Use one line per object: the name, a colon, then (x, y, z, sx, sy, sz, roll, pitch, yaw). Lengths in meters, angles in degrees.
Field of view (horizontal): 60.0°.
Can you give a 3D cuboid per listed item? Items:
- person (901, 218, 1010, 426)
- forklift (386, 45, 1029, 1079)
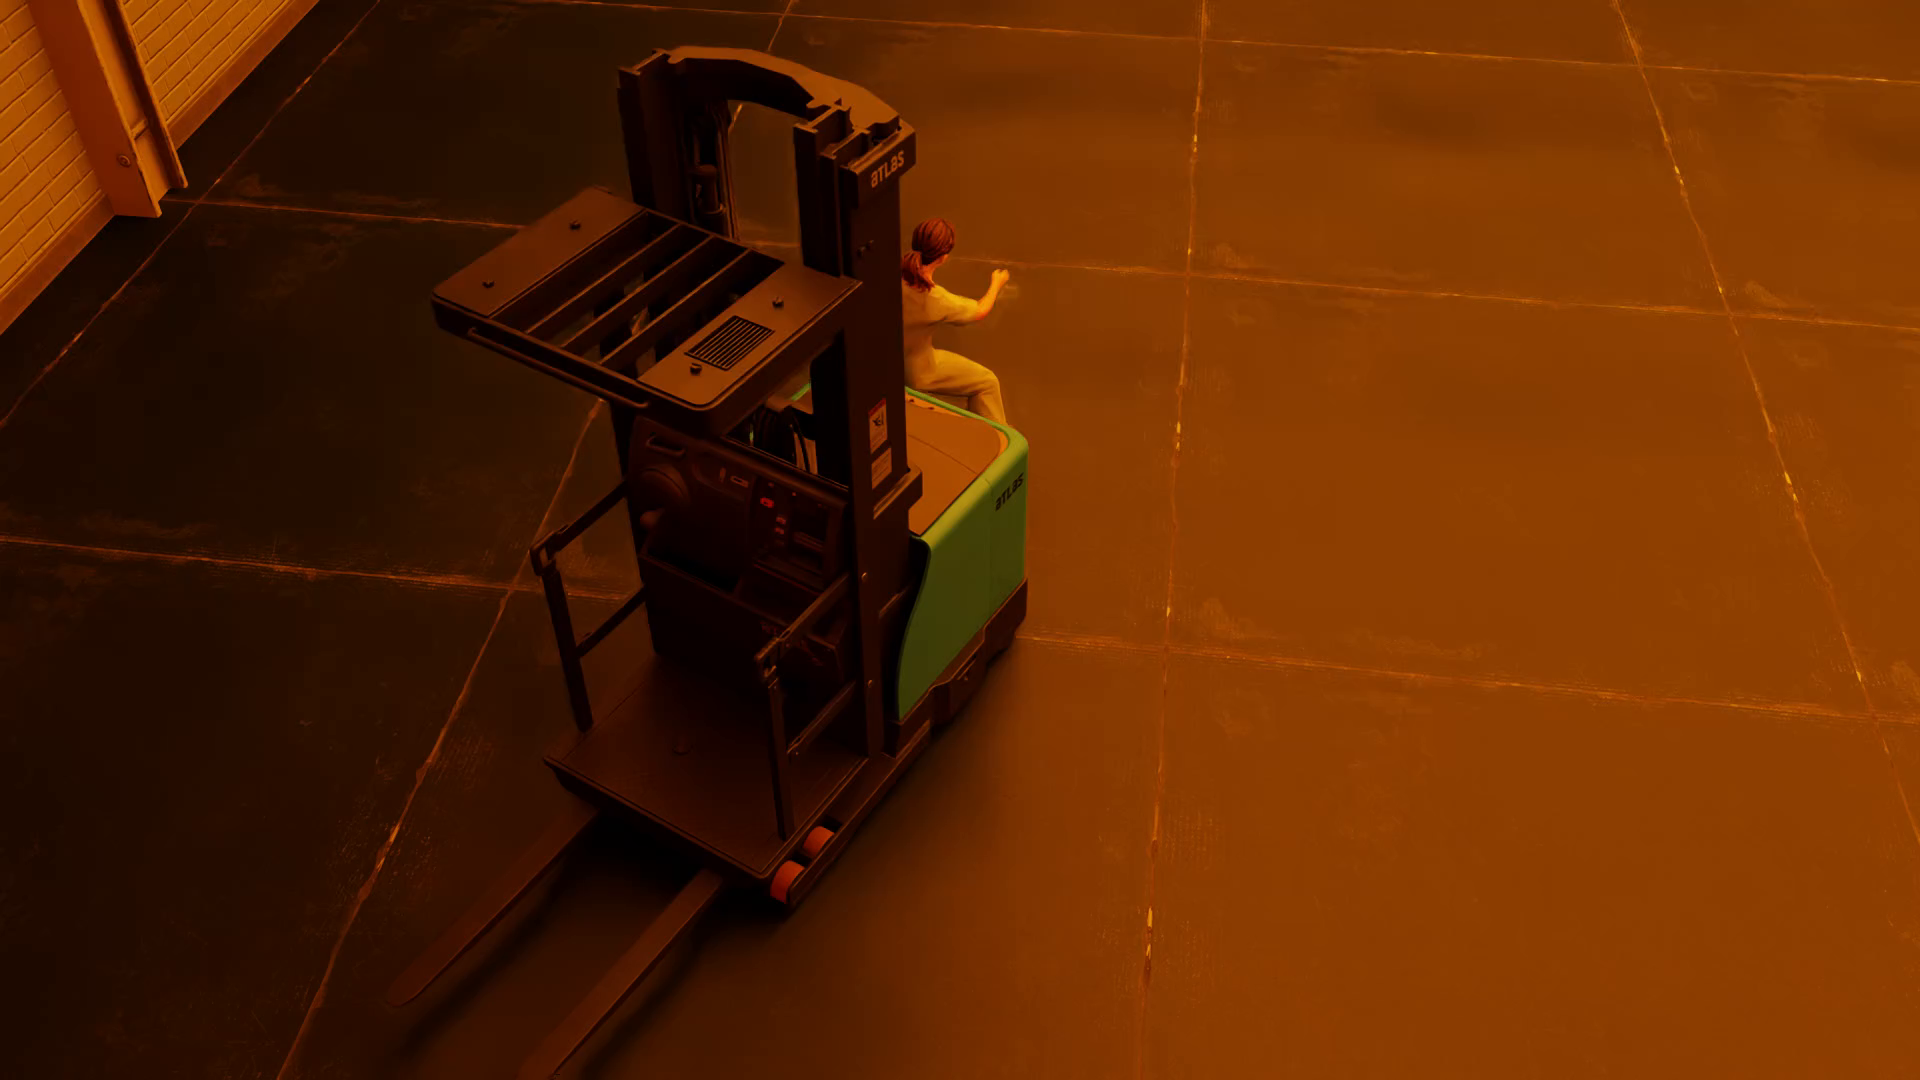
person: (-0.111, -0.975, 7.868, 0.802, 1.464, 0.758, 17, 45, 18)
forklift: (-0.918, -0.051, 5.780, 1.130, 2.935, 3.031, 23, 47, 23)
